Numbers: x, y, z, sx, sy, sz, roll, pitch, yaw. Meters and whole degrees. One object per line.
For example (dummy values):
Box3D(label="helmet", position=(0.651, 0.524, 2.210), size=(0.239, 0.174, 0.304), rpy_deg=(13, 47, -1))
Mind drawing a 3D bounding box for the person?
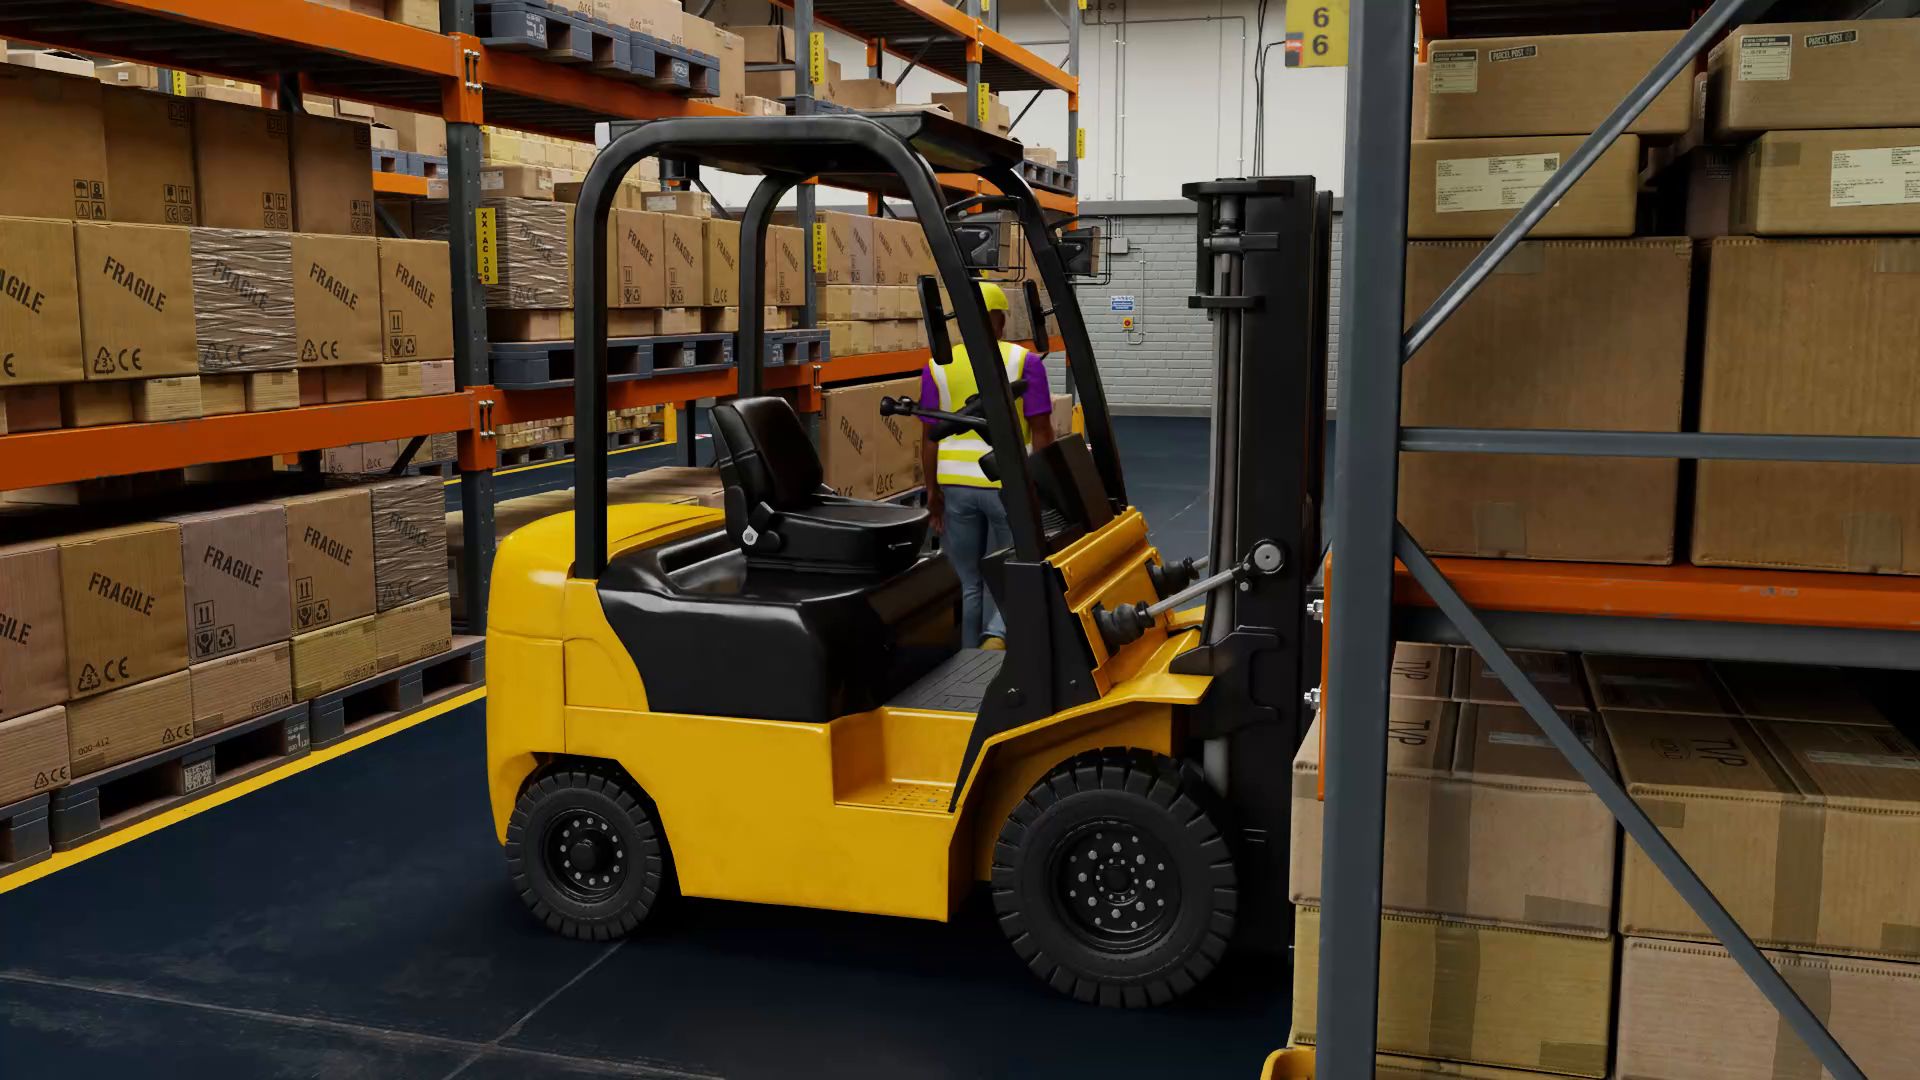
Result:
Box3D(label="person", position=(0.096, -0.202, 6.960), size=(0.592, 1.760, 0.644), rpy_deg=(2, 9, 15))
